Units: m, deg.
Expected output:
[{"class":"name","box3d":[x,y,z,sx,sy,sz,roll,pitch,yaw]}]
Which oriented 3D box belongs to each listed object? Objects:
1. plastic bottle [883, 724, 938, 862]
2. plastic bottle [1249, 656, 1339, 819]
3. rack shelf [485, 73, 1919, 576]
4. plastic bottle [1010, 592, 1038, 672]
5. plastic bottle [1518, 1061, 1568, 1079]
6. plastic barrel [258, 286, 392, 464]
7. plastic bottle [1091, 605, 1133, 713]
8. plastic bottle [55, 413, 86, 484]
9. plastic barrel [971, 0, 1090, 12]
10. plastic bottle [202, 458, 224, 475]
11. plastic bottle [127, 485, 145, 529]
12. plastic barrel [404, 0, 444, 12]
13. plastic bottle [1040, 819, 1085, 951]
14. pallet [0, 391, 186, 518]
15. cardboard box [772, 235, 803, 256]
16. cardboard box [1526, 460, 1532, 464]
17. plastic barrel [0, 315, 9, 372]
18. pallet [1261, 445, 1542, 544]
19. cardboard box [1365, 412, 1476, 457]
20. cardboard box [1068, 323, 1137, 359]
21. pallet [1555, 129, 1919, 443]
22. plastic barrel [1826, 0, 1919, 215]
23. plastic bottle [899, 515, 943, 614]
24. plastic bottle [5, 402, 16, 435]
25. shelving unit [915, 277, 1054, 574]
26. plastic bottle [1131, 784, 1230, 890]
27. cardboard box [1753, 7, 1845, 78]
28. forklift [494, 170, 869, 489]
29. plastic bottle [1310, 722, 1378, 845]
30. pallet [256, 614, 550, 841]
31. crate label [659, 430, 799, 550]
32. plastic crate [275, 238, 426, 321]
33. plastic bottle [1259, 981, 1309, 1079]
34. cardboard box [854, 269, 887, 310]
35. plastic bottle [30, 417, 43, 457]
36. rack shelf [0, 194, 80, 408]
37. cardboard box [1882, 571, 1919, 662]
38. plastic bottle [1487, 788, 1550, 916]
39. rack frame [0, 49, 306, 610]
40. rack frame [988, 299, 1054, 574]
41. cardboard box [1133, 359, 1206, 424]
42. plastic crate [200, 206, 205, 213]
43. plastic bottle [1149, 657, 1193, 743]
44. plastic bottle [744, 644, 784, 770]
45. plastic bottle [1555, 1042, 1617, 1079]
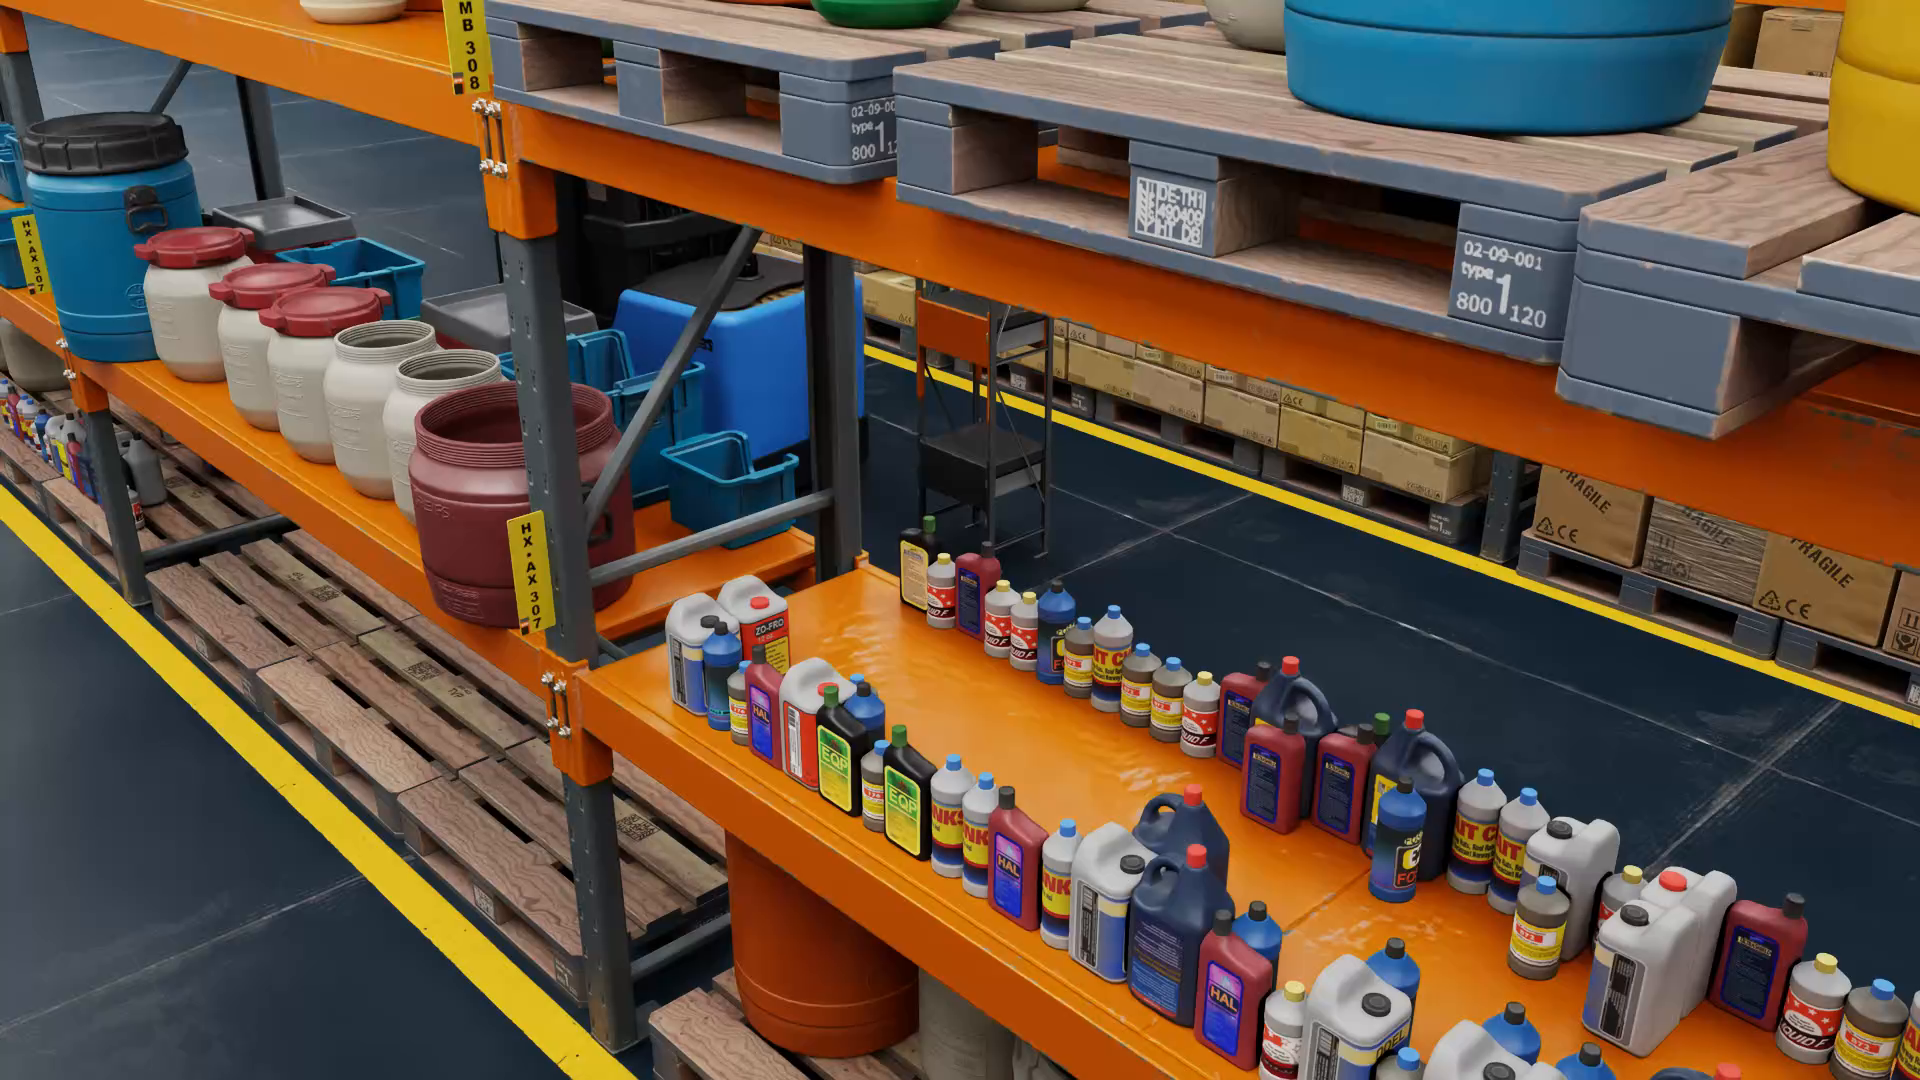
[{"class":"plastic bottle","box3d":[-0.105,0.542,3.588,0.061,0.283,0.133,-21,32,-38]},{"class":"plastic bottle","box3d":[0.750,0.433,3.747,0.144,0.351,0.185,-21,32,-38]},{"class":"rack shelf","box3d":[0.670,-0.429,2.829,1.077,0.370,4.000,-21,32,-38]},{"class":"plastic bottle","box3d":[0.180,0.234,4.362,0.097,0.201,0.097,0,25,0]},{"class":"plastic bottle","box3d":[0.937,0.980,2.638,0.152,0.276,0.135,-21,32,-38]},{"class":"plastic barrel","box3d":[-2.140,-0.566,5.712,0.433,0.535,0.433,0,25,0]},{"class":"plastic bottle","box3d":[0.380,0.291,4.154,0.097,0.271,0.097,0,25,0]},{"class":"plastic bottle","box3d":[-4.434,-0.474,8.336,0.144,0.351,0.185,-21,32,-39]},{"class":"plastic barrel","box3d":[0.143,-1.207,3.328,0.301,0.262,0.301,0,25,0]},{"class":"plastic bottle","box3d":[-3.785,-0.526,8.450,0.144,0.351,0.185,-21,32,-38]},{"class":"plastic bottle","box3d":[-3.907,-0.158,7.824,0.097,0.201,0.097,0,25,0]},{"class":"plastic barrel","box3d":[-1.547,-2.066,5.033,0.600,0.830,0.708,-21,32,-38]},{"class":"plastic bottle","box3d":[0.211,0.677,3.308,0.097,0.271,0.097,0,25,0]},{"class":"pallet","box3d":[-4.698,-0.526,9.148,1.003,0.211,1.213,-21,32,-38]},{"class":"cardboard box","box3d":[-0.967,-2.278,11.534,0.500,0.500,0.500,-21,32,-38]},{"class":"cardboard box","box3d":[2.777,-0.584,8.722,0.500,0.250,0.500,-21,32,-39]},{"class":"plastic barrel","box3d":[-5.660,-1.303,9.983,0.421,0.512,0.421,0,25,0]},{"class":"pallet","box3d":[2.387,-0.393,8.858,1.003,0.211,1.213,-21,32,-38]},{"class":"cardboard box","box3d":[2.383,-0.686,8.270,0.500,0.311,0.500,-20,31,-37]},{"class":"cardboard box","box3d":[0.981,-1.303,9.624,0.500,0.311,0.500,23,33,40]},{"class":"pallet","box3d":[1.430,-0.274,1.850,1.213,0.211,1.003,-21,32,-38]},{"class":"plastic barrel","box3d":[1.265,-0.646,1.705,0.600,0.588,0.600,0,25,0]},{"class":"plastic bottle","box3d":[-0.109,0.057,4.651,0.061,0.283,0.133,-21,32,-38]},{"class":"plastic bottle","box3d":[-5.083,-0.679,8.966,0.097,0.201,0.097,0,25,0]},{"class":"shelving unit","box3d":[0.113,-0.905,7.704,0.431,2.100,0.503,-21,32,-38]},{"class":"plastic bottle","box3d":[0.436,0.634,3.307,0.144,0.351,0.185,-21,32,-38]},{"class":"cardboard box","box3d":[5.804,-3.355,11.339,0.500,0.500,0.700,20,31,37]},{"class":"forklift","box3d":[-1.957,-1.970,9.037,3.031,2.935,1.130,19,30,35]},{"class":"plastic bottle","box3d":[0.845,0.517,3.643,0.061,0.283,0.133,-21,32,-38]},{"class":"pallet","box3d":[-2.028,0.656,6.558,1.003,0.211,1.213,-21,32,-38]},{"class":"crate label","box3d":[-0.712,-0.155,5.178,0.303,0.233,0.416,-21,32,-38]},{"class":"plastic crate","box3d":[-2.450,-0.956,6.751,0.392,0.384,0.575,-21,32,-38]},{"class":"plastic bottle","box3d":[0.587,0.875,2.957,0.097,0.201,0.097,0,25,0]},{"class":"cardboard box","box3d":[-0.624,-1.786,11.358,0.500,0.250,0.500,-21,32,-38]},{"class":"plastic bottle","box3d":[-4.783,-0.546,8.675,0.097,0.201,0.097,0,25,0]},{"class":"rack shelf","box3d":[-4.798,-1.488,8.764,1.077,0.370,4.000,-21,32,-38]},{"class":"cardboard box","box3d":[4.085,0.222,6.632,0.500,0.500,0.500,22,33,40]},{"class":"plastic bottle","box3d":[1.148,0.631,3.408,0.097,0.271,0.097,0,25,0]},{"class":"rack frame","box3d":[-3.431,-1.209,7.287,1.000,3.000,0.127,-21,32,-38]},{"class":"rack frame","box3d":[0.280,-0.831,7.542,0.400,2.100,0.015,-21,32,-38]},{"class":"cardboard box","box3d":[1.333,-0.895,9.405,0.500,0.250,0.500,-20,32,-38]},{"class":"plastic crate","box3d":[-4.153,-1.604,8.408,0.450,0.188,0.662,-21,32,-38]},{"class":"plastic bottle","box3d":[0.513,0.381,4.039,0.097,0.201,0.097,0,25,0]},{"class":"plastic bottle","box3d":[-0.446,0.391,3.920,0.061,0.283,0.133,-21,32,-38]},{"class":"plastic bottle","box3d":[1.015,0.941,2.729,0.097,0.271,0.097,0,25,0]}]
